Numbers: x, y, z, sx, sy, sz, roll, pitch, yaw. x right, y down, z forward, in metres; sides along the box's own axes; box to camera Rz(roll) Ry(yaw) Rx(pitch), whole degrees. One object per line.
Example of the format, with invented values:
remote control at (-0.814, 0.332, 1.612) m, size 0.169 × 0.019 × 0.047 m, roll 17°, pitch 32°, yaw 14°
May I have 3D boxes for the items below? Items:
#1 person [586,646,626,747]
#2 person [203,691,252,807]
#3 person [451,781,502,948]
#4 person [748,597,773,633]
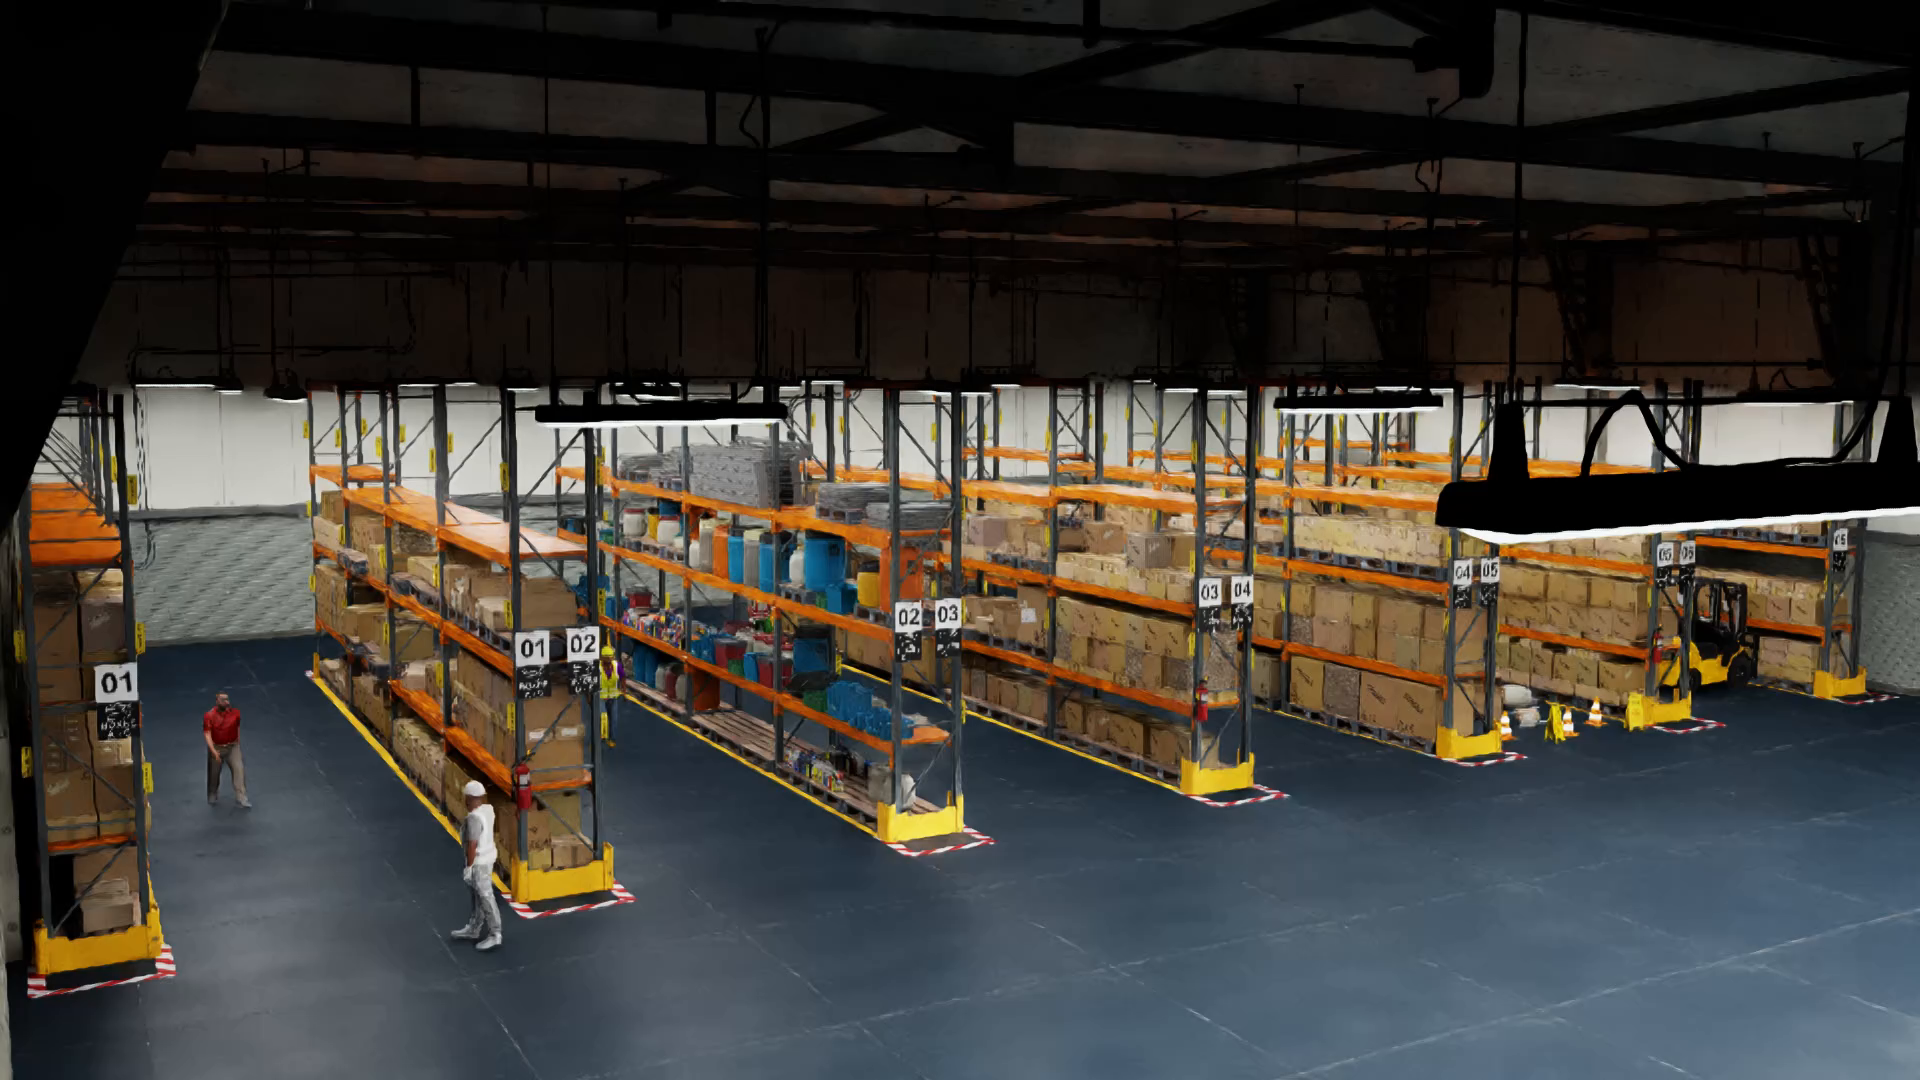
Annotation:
person at (-5.833, 2.580, 27.353) m, size 0.719 × 1.714 × 0.572 m, roll -4°, pitch 7°, yaw -30°
person at (-10.499, 2.972, 23.700) m, size 0.536 × 1.659 × 1.036 m, roll -5°, pitch 8°, yaw -37°
person at (-5.296, 3.501, 18.155) m, size 0.594 × 1.782 × 0.678 m, roll -1°, pitch 6°, yaw -6°
person at (-4.298, 1.656, 35.848) m, size 0.545 × 1.709 × 1.122 m, roll -3°, pitch 7°, yaw -27°
